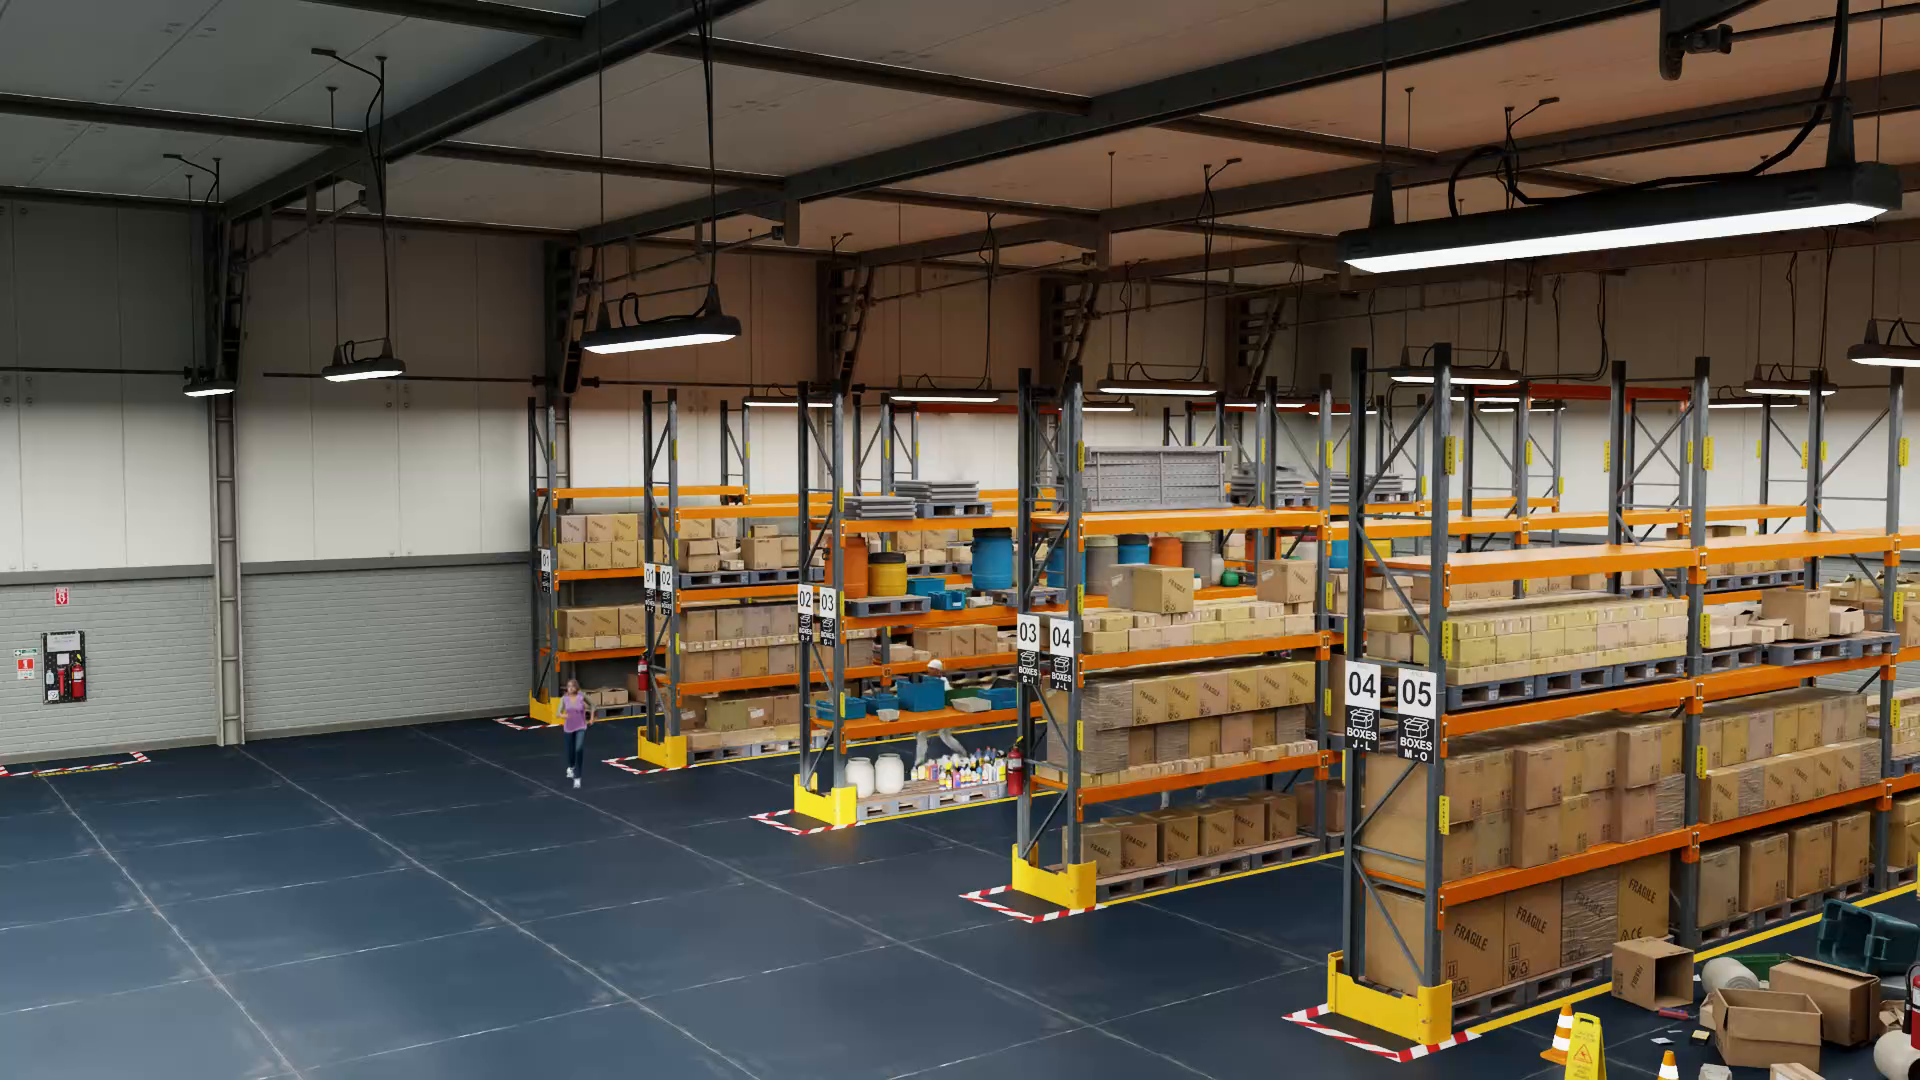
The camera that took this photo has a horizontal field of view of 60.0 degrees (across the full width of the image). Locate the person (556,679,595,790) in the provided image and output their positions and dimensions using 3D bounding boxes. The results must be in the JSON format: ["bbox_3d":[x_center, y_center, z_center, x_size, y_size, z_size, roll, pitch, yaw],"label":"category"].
[{"bbox_3d":[-5.787,2.886,25.039,0.547,1.629,0.850,0,3,-6],"label":"person"}]

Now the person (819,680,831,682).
[{"bbox_3d":[-2.556,2.522,31.132,0.692,1.598,0.642,-3,5,-43],"label":"person"}]

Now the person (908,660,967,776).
[{"bbox_3d":[-0.305,2.764,25.921,1.014,1.817,0.661,-3,4,-38],"label":"person"}]

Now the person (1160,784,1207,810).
[{"bbox_3d":[3.032,3.050,22.932,0.925,1.580,0.520,-3,5,-42],"label":"person"}]
